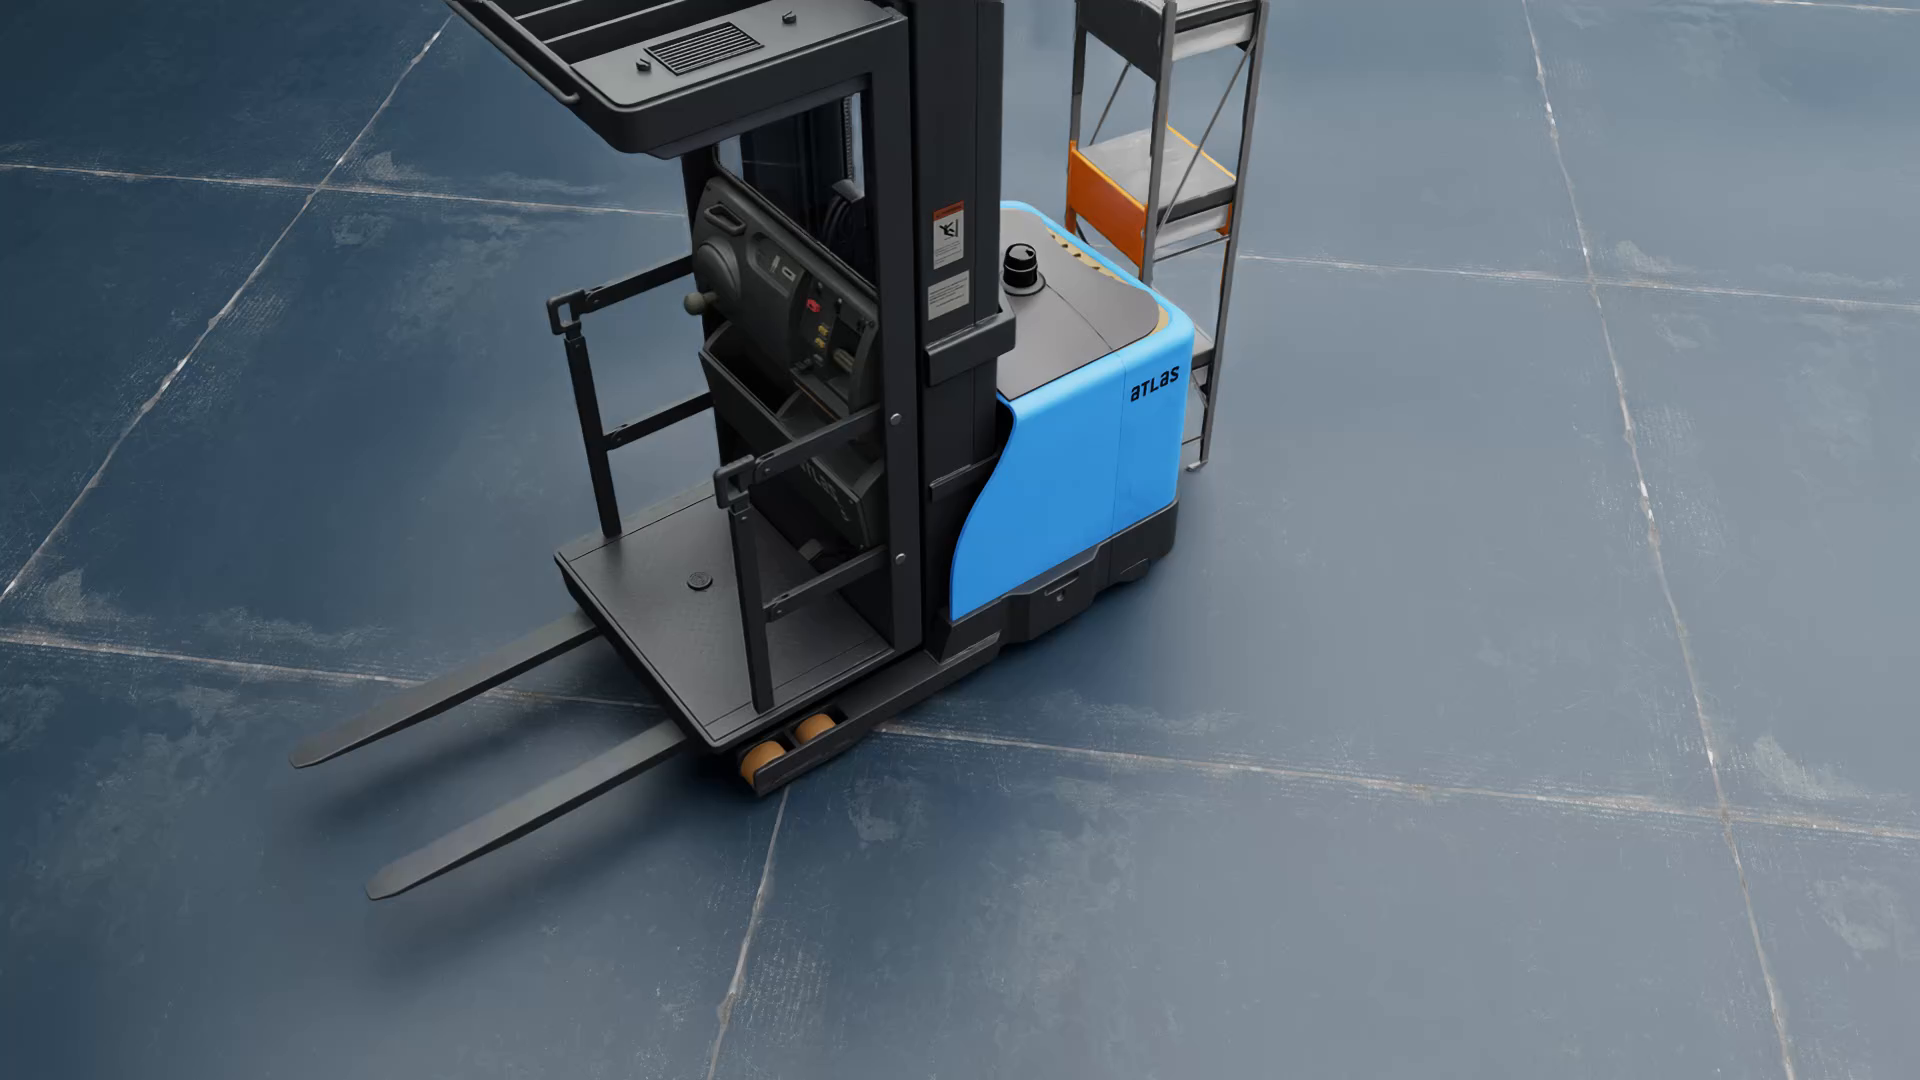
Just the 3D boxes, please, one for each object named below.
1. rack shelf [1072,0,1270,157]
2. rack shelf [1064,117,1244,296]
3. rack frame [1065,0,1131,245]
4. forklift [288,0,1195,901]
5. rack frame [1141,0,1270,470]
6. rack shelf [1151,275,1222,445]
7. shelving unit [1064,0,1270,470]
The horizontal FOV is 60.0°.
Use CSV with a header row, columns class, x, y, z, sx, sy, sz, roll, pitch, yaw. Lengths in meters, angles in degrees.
class,x,y,z,sx,sy,sz,roll,pitch,yaw
rack shelf,0.682,-1.649,5.466,0.431,0.518,0.480,-21,47,-21
rack shelf,0.682,-1.141,5.947,0.431,0.518,0.480,-21,47,-21
rack frame,0.561,-1.296,6.092,0.400,2.100,0.015,-21,47,-21
forklift,-0.694,-0.663,4.819,3.031,2.935,1.130,-27,50,-26
rack frame,0.803,-1.005,5.784,0.400,2.100,0.015,-21,47,-21
rack shelf,0.682,-0.632,6.428,0.431,0.518,0.480,-21,47,-21
shelving unit,0.682,-1.150,5.938,0.431,2.100,0.503,-21,47,-21
